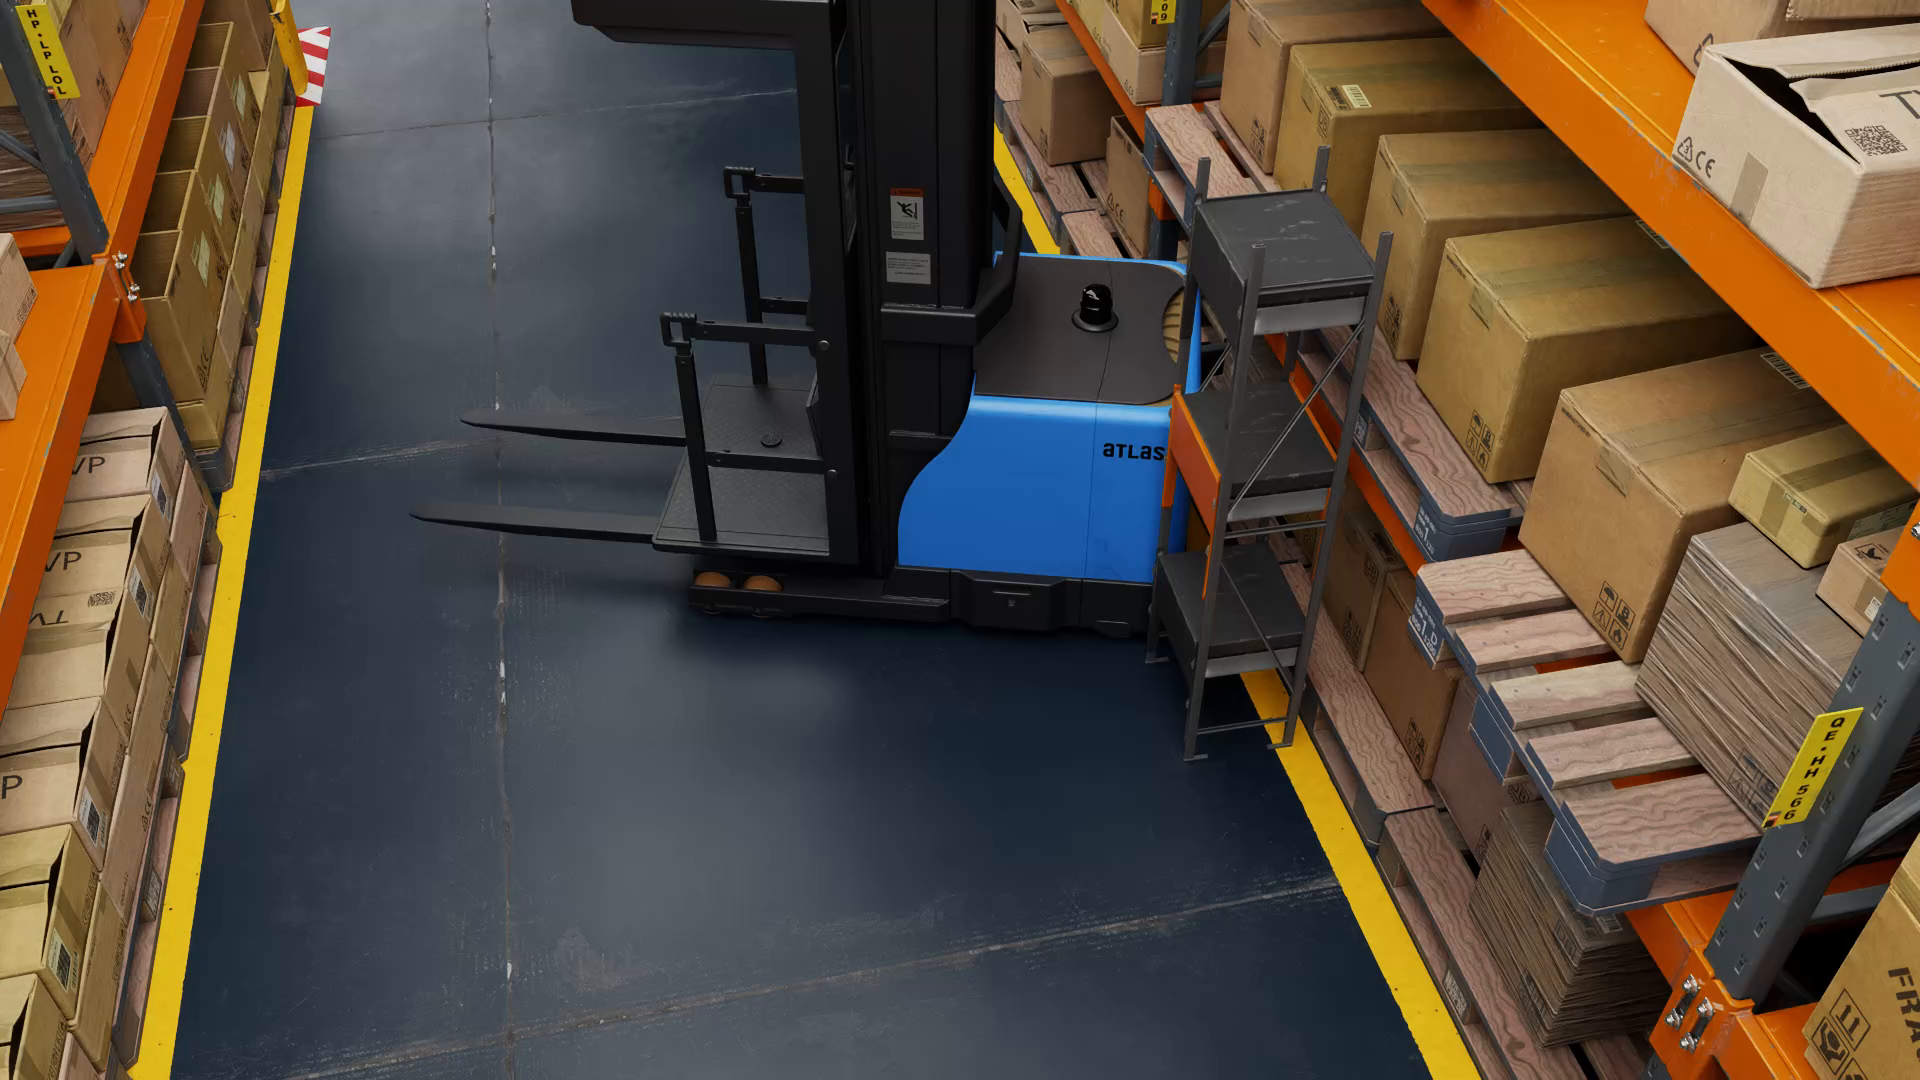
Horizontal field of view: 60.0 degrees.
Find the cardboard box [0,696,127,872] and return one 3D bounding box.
[{"bbox_3d":[-2.844,0.748,4.981,0.500,0.311,0.500,-9,42,-10],"label":"cardboard box"}]

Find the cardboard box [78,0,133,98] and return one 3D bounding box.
[{"bbox_3d":[-3.867,-2.112,6.795,0.700,0.500,0.500,-8,42,-9],"label":"cardboard box"}]

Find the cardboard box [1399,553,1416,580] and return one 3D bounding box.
[{"bbox_3d":[1.775,0.078,5.389,0.500,0.250,0.500,-9,42,-9],"label":"cardboard box"}]

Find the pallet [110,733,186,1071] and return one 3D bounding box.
[{"bbox_3d":[-3.076,1.186,5.255,1.003,0.211,1.213,-8,42,-9],"label":"pallet"}]

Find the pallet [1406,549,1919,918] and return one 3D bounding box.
[{"bbox_3d":[1.902,0.384,4.202,1.213,0.211,1.003,-8,42,-9],"label":"pallet"}]

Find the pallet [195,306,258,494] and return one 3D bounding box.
[{"bbox_3d":[-3.671,-0.600,7.267,1.003,0.211,1.213,-8,42,-9],"label":"pallet"}]

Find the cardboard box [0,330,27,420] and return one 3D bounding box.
[{"bbox_3d":[-3.171,-0.528,5.186,0.396,0.266,0.258,-9,42,-10],"label":"cardboard box"}]

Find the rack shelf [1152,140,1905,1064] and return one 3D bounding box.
[{"bbox_3d":[1.728,-0.268,5.335,1.077,0.370,4.000,-8,42,-9],"label":"rack shelf"}]

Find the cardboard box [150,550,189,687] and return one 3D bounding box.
[{"bbox_3d":[-3.060,0.305,5.902,0.500,0.250,0.500,-9,42,-10],"label":"cardboard box"}]

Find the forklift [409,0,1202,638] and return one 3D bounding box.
[{"bbox_3d":[-0.623,-1.141,5.828,3.031,2.935,1.130,4,42,5],"label":"forklift"}]

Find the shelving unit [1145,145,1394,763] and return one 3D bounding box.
[{"bbox_3d":[0.938,-0.189,5.381,0.431,2.100,0.503,-7,42,-8],"label":"shelving unit"}]

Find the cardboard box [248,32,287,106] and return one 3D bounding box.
[{"bbox_3d":[-3.999,-2.538,9.104,0.500,0.250,0.500,-8,42,-9],"label":"cardboard box"}]

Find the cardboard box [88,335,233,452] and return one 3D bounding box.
[{"bbox_3d":[-3.344,-0.594,6.915,0.500,0.250,0.500,-8,42,-9],"label":"cardboard box"}]

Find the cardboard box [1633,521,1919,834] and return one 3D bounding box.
[{"bbox_3d":[2.048,0.254,3.798,0.700,0.500,0.500,-13,43,-14],"label":"cardboard box"}]

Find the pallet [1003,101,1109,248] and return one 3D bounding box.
[{"bbox_3d":[0.850,-2.014,8.860,1.003,0.211,1.213,-8,42,-9],"label":"pallet"}]

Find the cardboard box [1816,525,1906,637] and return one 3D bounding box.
[{"bbox_3d":[2.056,0.095,3.488,0.380,0.149,0.250,-14,43,-15],"label":"cardboard box"}]

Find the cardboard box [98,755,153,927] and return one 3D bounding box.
[{"bbox_3d":[-2.841,0.967,5.156,0.500,0.250,0.500,-8,42,-8],"label":"cardboard box"}]

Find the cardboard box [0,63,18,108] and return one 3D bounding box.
[{"bbox_3d":[-3.409,-1.604,5.733,0.380,0.149,0.250,-8,42,-9],"label":"cardboard box"}]

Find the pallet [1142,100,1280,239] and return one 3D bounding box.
[{"bbox_3d":[1.319,-1.246,6.038,1.003,0.211,1.213,-8,42,-9],"label":"pallet"}]

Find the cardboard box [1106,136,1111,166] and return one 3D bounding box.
[{"bbox_3d":[0.970,-1.972,8.528,0.380,0.149,0.250,-12,43,-13],"label":"cardboard box"}]

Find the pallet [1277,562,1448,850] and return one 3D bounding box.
[{"bbox_3d":[1.732,0.506,6.021,1.003,0.211,1.213,-8,42,-9],"label":"pallet"}]

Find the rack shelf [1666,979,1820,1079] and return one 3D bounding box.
[{"bbox_3d":[2.591,2.324,2.414,1.077,0.370,4.000,-8,42,-9],"label":"rack shelf"}]

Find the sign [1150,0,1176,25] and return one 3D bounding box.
[{"bbox_3d":[0.768,-2.075,6.176,0.100,0.325,0.005,-8,42,-9],"label":"sign"}]

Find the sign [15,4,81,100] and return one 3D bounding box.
[{"bbox_3d":[-3.012,-1.609,5.491,0.100,0.325,0.005,-8,42,-9],"label":"sign"}]

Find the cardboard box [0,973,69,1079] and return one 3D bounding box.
[{"bbox_3d":[-2.625,1.412,4.232,0.500,0.311,0.500,-9,42,-10],"label":"cardboard box"}]

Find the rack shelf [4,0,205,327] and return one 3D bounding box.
[{"bbox_3d":[-3.972,-2.149,7.453,1.077,0.370,4.000,-8,42,-9],"label":"rack shelf"}]

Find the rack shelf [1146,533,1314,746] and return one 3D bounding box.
[{"bbox_3d":[0.938,0.345,5.855,0.431,0.518,0.480,-7,42,-8],"label":"rack shelf"}]

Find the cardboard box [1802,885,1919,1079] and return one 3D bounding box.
[{"bbox_3d":[2.014,0.954,3.101,0.500,0.500,0.500,-7,42,-8],"label":"cardboard box"}]

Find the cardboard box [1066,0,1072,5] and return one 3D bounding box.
[{"bbox_3d":[0.675,-2.697,7.626,0.500,0.250,0.500,-9,42,-10],"label":"cardboard box"}]

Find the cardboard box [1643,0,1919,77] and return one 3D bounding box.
[{"bbox_3d":[1.970,-1.263,3.560,0.797,0.503,0.637,-3,42,-3],"label":"cardboard box"}]

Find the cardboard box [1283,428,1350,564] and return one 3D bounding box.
[{"bbox_3d":[1.632,-0.261,6.336,0.700,0.500,0.500,-9,42,-10],"label":"cardboard box"}]

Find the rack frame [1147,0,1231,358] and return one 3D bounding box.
[{"bbox_3d":[1.296,-1.834,6.556,1.000,3.000,0.127,-8,42,-9],"label":"rack frame"}]

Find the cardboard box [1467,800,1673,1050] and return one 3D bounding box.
[{"bbox_3d":[1.953,1.070,4.837,0.700,0.500,0.500,-8,42,-9],"label":"cardboard box"}]

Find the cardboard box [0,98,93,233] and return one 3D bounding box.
[{"bbox_3d":[-3.642,-1.446,6.044,0.700,0.500,0.500,-9,42,-10],"label":"cardboard box"}]

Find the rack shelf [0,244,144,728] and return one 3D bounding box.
[{"bbox_3d":[-3.108,0.444,4.532,1.077,0.370,4.000,-8,42,-9],"label":"rack shelf"}]

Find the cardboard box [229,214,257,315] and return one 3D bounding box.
[{"bbox_3d":[-3.550,-1.244,7.647,0.500,0.250,0.500,-8,42,-9],"label":"cardboard box"}]

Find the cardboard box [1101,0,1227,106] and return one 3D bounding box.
[{"bbox_3d":[0.898,-2.049,6.897,0.500,0.250,0.500,-8,42,-9],"label":"cardboard box"}]

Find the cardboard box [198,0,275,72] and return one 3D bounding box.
[{"bbox_3d":[-3.997,-2.819,8.856,0.500,0.500,0.500,-8,42,-9],"label":"cardboard box"}]

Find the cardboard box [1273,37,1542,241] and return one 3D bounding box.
[{"bbox_3d":[1.486,-1.338,5.591,0.700,0.500,0.500,-4,42,-5],"label":"cardboard box"}]

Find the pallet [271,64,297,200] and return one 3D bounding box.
[{"bbox_3d":[-4.197,-2.182,9.049,1.003,0.211,1.213,-8,42,-9],"label":"pallet"}]

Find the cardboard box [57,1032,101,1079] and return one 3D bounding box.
[{"bbox_3d":[-2.612,1.635,4.403,0.500,0.250,0.500,-9,42,-10],"label":"cardboard box"}]

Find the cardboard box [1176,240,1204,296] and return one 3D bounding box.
[{"bbox_3d":[1.151,-1.281,7.737,0.380,0.166,0.250,-14,43,-15],"label":"cardboard box"}]

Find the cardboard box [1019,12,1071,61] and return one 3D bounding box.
[{"bbox_3d":[0.617,-2.755,9.288,0.500,0.311,0.500,-5,42,-6],"label":"cardboard box"}]

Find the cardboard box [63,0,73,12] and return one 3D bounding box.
[{"bbox_3d":[-3.579,-2.103,6.296,0.380,0.149,0.250,-9,42,-10],"label":"cardboard box"}]

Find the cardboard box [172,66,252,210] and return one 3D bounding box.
[{"bbox_3d":[-3.660,-1.848,7.763,0.500,0.500,0.500,-8,42,-9],"label":"cardboard box"}]

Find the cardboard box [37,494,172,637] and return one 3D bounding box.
[{"bbox_3d":[-3.054,0.098,5.713,0.500,0.311,0.500,-7,42,-8],"label":"cardboard box"}]

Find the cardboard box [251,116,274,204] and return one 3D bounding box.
[{"bbox_3d":[-3.770,-1.892,8.376,0.500,0.250,0.500,-8,42,-9],"label":"cardboard box"}]

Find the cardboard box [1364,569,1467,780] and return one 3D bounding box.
[{"bbox_3d":[1.821,0.401,5.590,0.700,0.500,0.500,-9,42,-10],"label":"cardboard box"}]

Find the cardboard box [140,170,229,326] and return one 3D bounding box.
[{"bbox_3d":[-3.450,-1.199,7.032,0.500,0.500,0.500,-8,42,-9],"label":"cardboard box"}]

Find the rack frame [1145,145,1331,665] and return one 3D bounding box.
[{"bbox_3d":[0.892,-0.348,5.560,0.400,2.100,0.015,-7,42,-8],"label":"rack frame"}]

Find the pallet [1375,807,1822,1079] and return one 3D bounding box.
[{"bbox_3d":[1.992,1.295,5.132,1.003,0.211,1.213,-8,42,-9],"label":"pallet"}]

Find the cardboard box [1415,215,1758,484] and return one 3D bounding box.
[{"bbox_3d":[1.758,-0.551,4.704,0.700,0.500,0.500,-8,42,-9],"label":"cardboard box"}]
